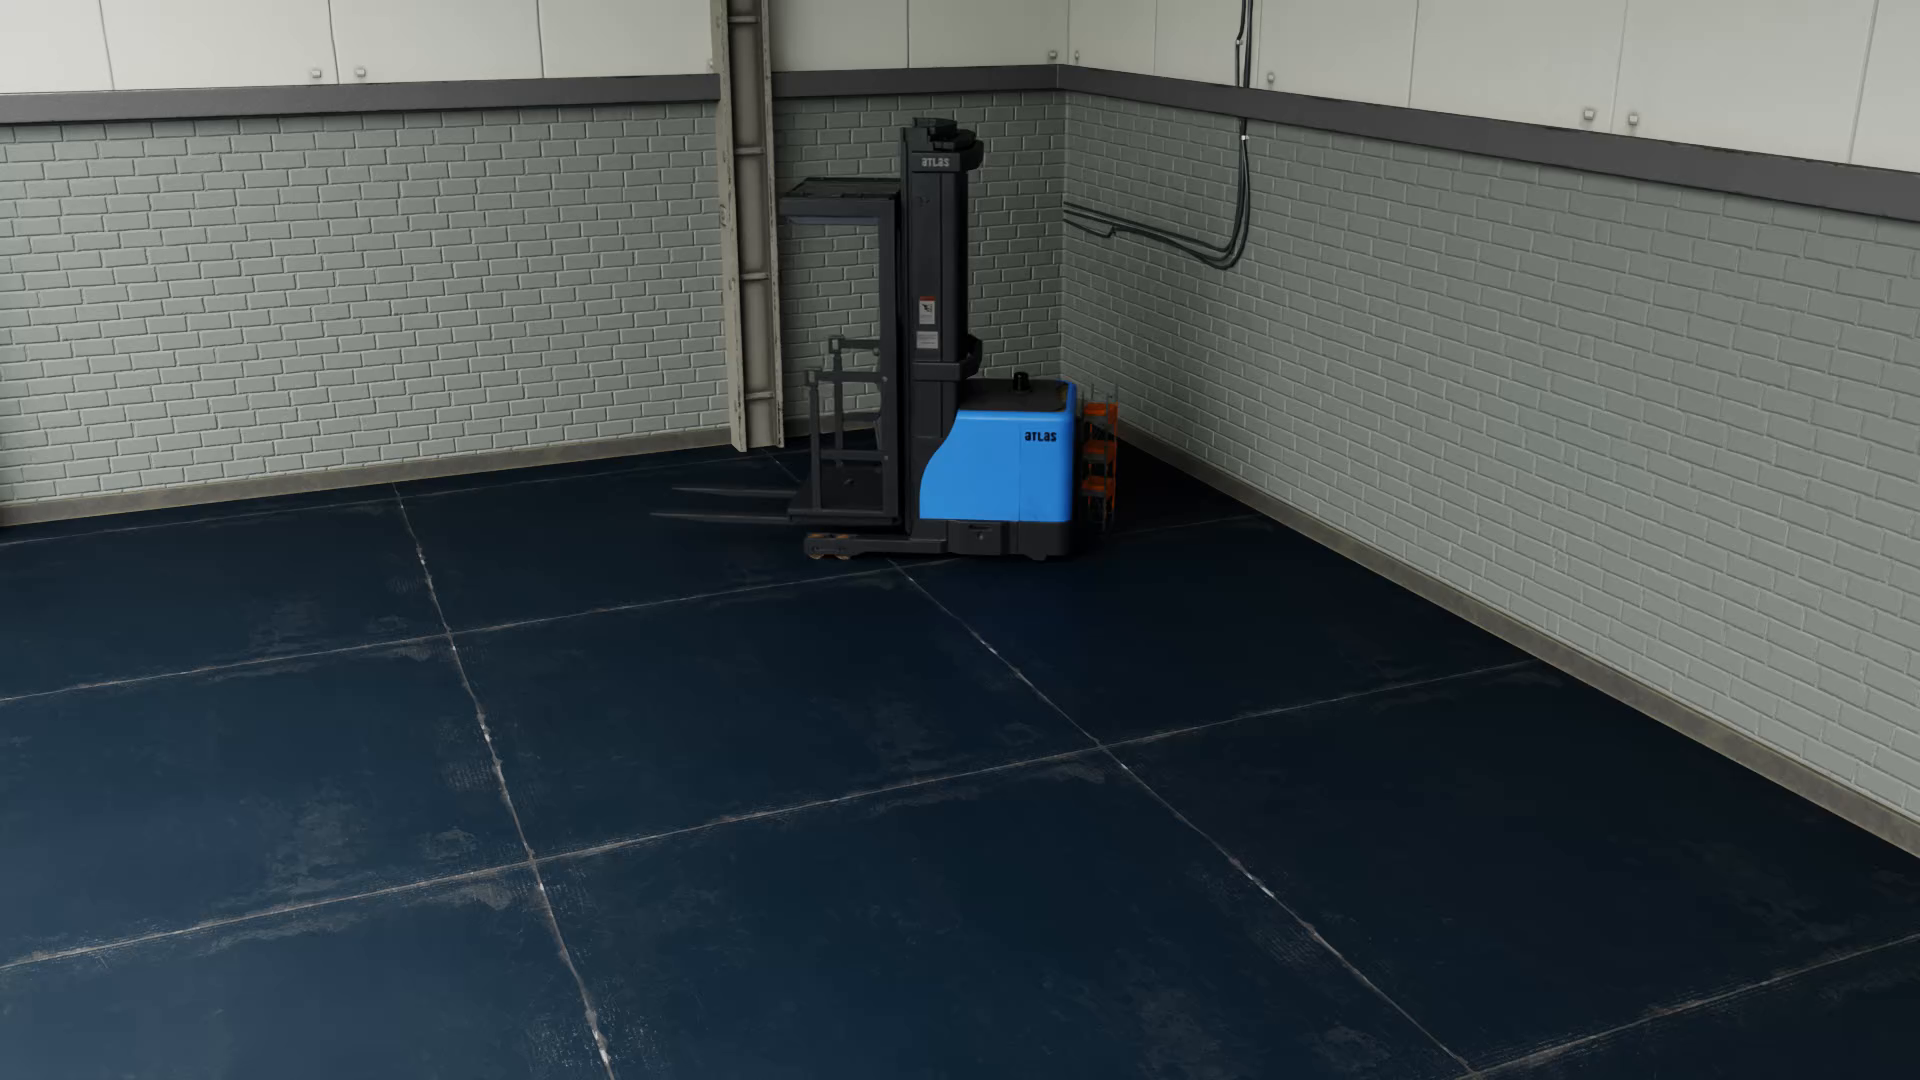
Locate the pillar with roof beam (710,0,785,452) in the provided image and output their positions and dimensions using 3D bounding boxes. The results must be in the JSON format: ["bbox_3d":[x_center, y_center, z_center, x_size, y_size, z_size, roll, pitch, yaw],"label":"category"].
[{"bbox_3d":[-0.041,-3.753,9.132,0.400,9.000,9.100,-8,21,-22],"label":"pillar with roof beam"}]

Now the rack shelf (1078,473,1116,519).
[{"bbox_3d":[1.009,-0.328,12.241,0.215,0.259,0.240,7,21,19],"label":"rack shelf"}]

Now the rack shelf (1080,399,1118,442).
[{"bbox_3d":[1.009,-0.858,12.055,0.215,0.259,0.240,7,21,19],"label":"rack shelf"}]

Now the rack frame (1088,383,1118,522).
[{"bbox_3d":[1.051,-0.638,12.254,0.200,1.050,0.008,7,21,19],"label":"rack frame"}]

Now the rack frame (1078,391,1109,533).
[{"bbox_3d":[0.966,-0.562,12.038,0.200,1.050,0.008,7,21,19],"label":"rack frame"}]

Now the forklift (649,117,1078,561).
[{"bbox_3d":[-0.683,-1.422,11.648,3.031,2.935,1.130,2,19,5],"label":"forklift"}]

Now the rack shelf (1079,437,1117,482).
[{"bbox_3d":[1.009,-0.590,12.149,0.215,0.259,0.240,7,21,19],"label":"rack shelf"}]

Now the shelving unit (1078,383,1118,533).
[{"bbox_3d":[1.009,-0.600,12.146,0.215,1.050,0.252,7,21,19],"label":"shelving unit"}]

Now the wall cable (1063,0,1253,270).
[{"bbox_3d":[1.483,-3.586,13.331,0.112,2.526,3.097,-8,21,-22],"label":"wall cable"}]
